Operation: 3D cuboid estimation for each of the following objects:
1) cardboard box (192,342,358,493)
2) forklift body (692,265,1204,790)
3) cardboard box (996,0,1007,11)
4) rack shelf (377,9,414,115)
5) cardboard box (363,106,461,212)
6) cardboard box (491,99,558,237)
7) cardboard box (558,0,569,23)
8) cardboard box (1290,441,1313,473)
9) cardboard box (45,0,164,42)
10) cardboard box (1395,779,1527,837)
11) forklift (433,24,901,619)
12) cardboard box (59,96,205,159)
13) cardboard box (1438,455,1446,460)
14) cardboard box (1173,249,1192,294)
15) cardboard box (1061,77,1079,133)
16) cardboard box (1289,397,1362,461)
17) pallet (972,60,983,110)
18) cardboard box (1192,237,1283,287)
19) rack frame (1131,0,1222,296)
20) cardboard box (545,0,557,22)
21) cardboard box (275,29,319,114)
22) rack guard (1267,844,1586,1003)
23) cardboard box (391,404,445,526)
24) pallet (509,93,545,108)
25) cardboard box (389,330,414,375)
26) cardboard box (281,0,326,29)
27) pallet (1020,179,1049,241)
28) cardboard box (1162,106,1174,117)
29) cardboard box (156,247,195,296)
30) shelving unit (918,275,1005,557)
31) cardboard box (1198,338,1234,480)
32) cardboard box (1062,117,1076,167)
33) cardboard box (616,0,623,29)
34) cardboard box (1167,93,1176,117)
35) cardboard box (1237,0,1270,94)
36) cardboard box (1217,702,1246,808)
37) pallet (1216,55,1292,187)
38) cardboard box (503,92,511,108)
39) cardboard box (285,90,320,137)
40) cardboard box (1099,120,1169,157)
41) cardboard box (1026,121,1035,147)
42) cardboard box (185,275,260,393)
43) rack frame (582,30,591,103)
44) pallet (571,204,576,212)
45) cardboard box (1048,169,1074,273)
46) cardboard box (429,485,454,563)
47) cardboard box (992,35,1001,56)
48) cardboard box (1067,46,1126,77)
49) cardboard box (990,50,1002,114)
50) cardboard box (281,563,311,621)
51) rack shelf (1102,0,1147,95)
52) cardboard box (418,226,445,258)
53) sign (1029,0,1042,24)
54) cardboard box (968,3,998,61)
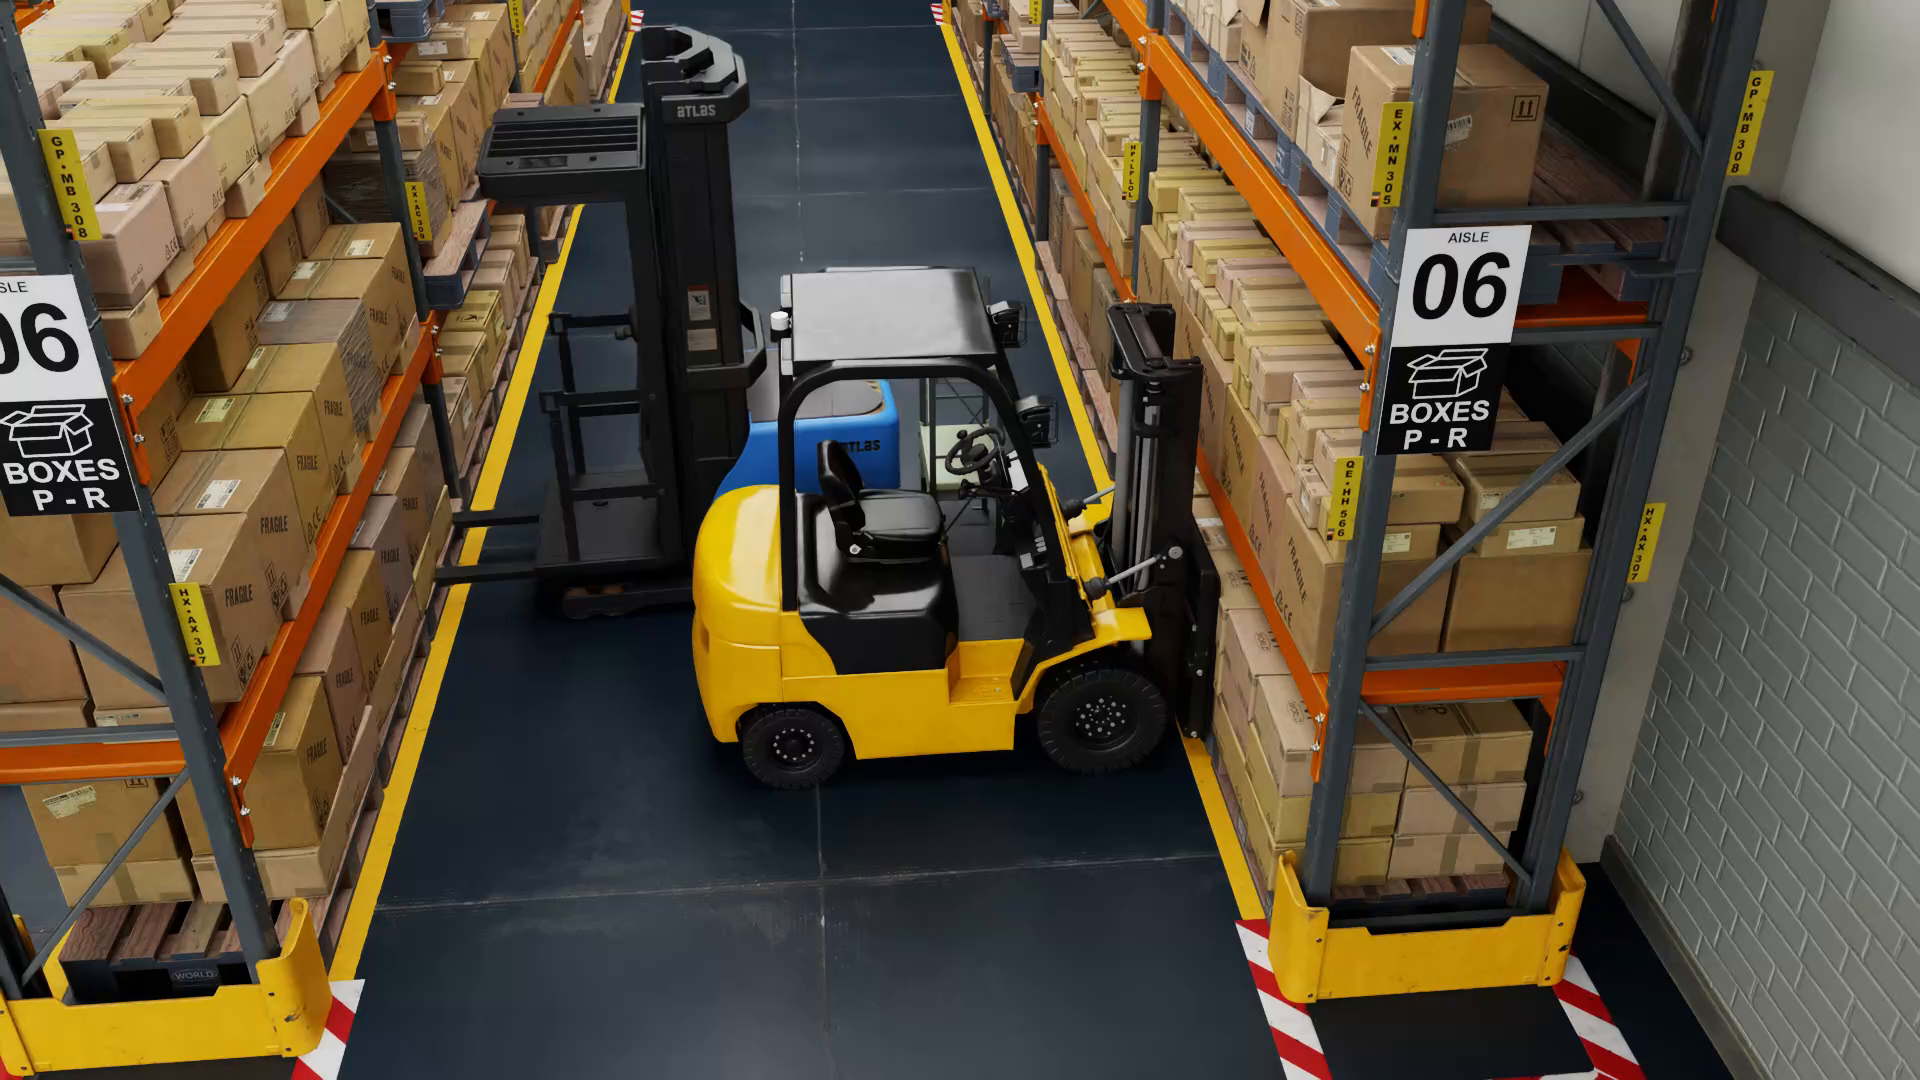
[{"bbox_3d":[-3.002,-0.530,7.325,0.500,0.500,0.500,-3,31,-6],"label":"cardboard box"},{"bbox_3d":[-0.130,-0.077,7.781,2.313,2.155,1.214,-3,31,-5],"label":"forklift body"},{"bbox_3d":[0.686,-4.987,14.668,0.700,0.500,0.500,-3,31,-5],"label":"cardboard box"},{"bbox_3d":[-3.639,-3.363,10.232,1.077,0.370,4.000,-3,31,-5],"label":"rack shelf"},{"bbox_3d":[-3.258,-2.223,9.749,0.500,0.500,0.500,-3,31,-4],"label":"cardboard box"},{"bbox_3d":[-3.808,-3.030,13.560,0.875,0.875,0.875,-3,31,-5],"label":"cardboard box"},{"bbox_3d":[-3.860,-4.906,15.185,0.500,0.250,0.500,-3,31,-5],"label":"cardboard box"},{"bbox_3d":[1.535,-0.310,6.614,0.380,0.149,0.250,-2,31,-4],"label":"cardboard box"},{"bbox_3d":[-3.607,-2.182,7.021,0.380,0.149,0.250,-4,31,-6],"label":"cardboard box"},{"bbox_3d":[2.026,0.975,6.977,0.500,0.250,0.500,-2,31,-4],"label":"cardboard box"},{"bbox_3d":[-1.874,-1.119,8.765,3.031,2.935,1.130,-5,31,-8],"label":"forklift"},{"bbox_3d":[-2.859,-1.424,5.752,0.380,0.149,0.250,-3,31,-5],"label":"cardboard box"},{"bbox_3d":[1.986,-0.320,6.631,0.380,0.149,0.250,-3,31,-5],"label":"cardboard box"},{"bbox_3d":[1.285,-1.355,8.364,0.380,0.149,0.250,-2,31,-3],"label":"cardboard box"},{"bbox_3d":[0.991,-3.033,11.562,0.500,0.250,0.500,-4,31,-6],"label":"cardboard box"},{"bbox_3d":[1.515,-0.439,6.540,0.380,0.149,0.250,-2,31,-3],"label":"cardboard box"},{"bbox_3d":[0.679,-4.840,17.649,1.003,0.211,1.213,-3,31,-5],"label":"pallet"},{"bbox_3d":[1.344,-1.348,8.062,0.380,0.149,0.250,-3,31,-5],"label":"cardboard box"},{"bbox_3d":[1.490,-1.603,9.508,1.000,3.000,0.127,-3,31,-5],"label":"rack frame"},{"bbox_3d":[-3.743,-4.604,14.193,0.500,0.250,0.500,-2,31,-4],"label":"cardboard box"},{"bbox_3d":[-3.061,-1.982,7.075,0.500,0.250,0.500,-3,31,-5],"label":"cardboard box"},{"bbox_3d":[1.866,1.525,6.710,1.175,0.500,0.348,-3,31,-5],"label":"rack guard"},{"bbox_3d":[-3.130,-0.395,9.028,0.500,0.500,0.500,-3,31,-5],"label":"cardboard box"},{"bbox_3d":[-3.653,-2.964,11.975,1.213,0.211,1.003,-3,31,-5],"label":"pallet"},{"bbox_3d":[-3.088,-0.978,8.708,0.380,0.149,0.250,-2,31,-3],"label":"cardboard box"},{"bbox_3d":[-3.014,-2.341,7.287,0.380,0.149,0.250,-2,31,-3],"label":"cardboard box"},{"bbox_3d":[1.084,-2.831,14.284,1.003,0.211,1.213,-3,31,-5],"label":"pallet"},{"bbox_3d":[1.567,-2.805,11.180,0.500,0.250,0.500,-3,31,-6],"label":"cardboard box"},{"bbox_3d":[-2.890,-0.952,5.739,0.380,0.149,0.250,-2,31,-3],"label":"cardboard box"},{"bbox_3d":[0.001,-0.640,9.360,0.431,1.500,0.755,-3,31,-5],"label":"shelving unit"},{"bbox_3d":[1.411,-0.625,7.774,0.500,0.500,0.500,-3,31,-4],"label":"cardboard box"},{"bbox_3d":[1.011,-2.822,11.697,0.500,0.250,0.500,-4,31,-6],"label":"cardboard box"},{"bbox_3d":[-4.412,-6.238,19.357,0.875,0.438,0.875,-4,31,-6],"label":"cardboard box"},{"bbox_3d":[1.574,-2.894,10.941,0.380,0.149,0.250,-2,31,-4],"label":"cardboard box"},{"bbox_3d":[1.567,-2.158,6.906,0.797,0.503,0.637,-2,31,-3],"label":"cardboard box"},{"bbox_3d":[1.468,0.961,7.489,0.500,0.250,0.500,-3,31,-5],"label":"cardboard box"},{"bbox_3d":[1.706,-1.797,6.994,1.003,0.211,1.213,-3,31,-5],"label":"pallet"},{"bbox_3d":[-3.396,-3.062,11.786,0.380,0.149,0.250,-3,31,-5],"label":"cardboard box"},{"bbox_3d":[-3.037,-1.870,7.276,0.380,0.149,0.250,-2,31,-3],"label":"cardboard box"},{"bbox_3d":[1.067,-2.474,10.237,0.380,0.149,0.250,-4,31,-6],"label":"cardboard box"},{"bbox_3d":[0.761,-3.408,13.927,0.380,0.149,0.250,-4,31,-7],"label":"cardboard box"},{"bbox_3d":[-3.442,-0.946,7.047,0.700,0.500,0.500,-3,31,-5],"label":"cardboard box"},{"bbox_3d":[-4.199,-5.447,15.945,1.000,3.000,0.127,-3,31,-5],"label":"rack frame"},{"bbox_3d":[-3.935,-3.235,14.961,1.003,0.211,1.213,-3,31,-5],"label":"pallet"},{"bbox_3d":[1.161,-2.486,12.894,0.875,0.625,0.625,-2,31,-3],"label":"cardboard box"},{"bbox_3d":[-3.129,-0.074,9.221,0.500,0.250,0.500,-1,31,-2],"label":"cardboard box"},{"bbox_3d":[0.511,-4.877,16.385,0.380,0.149,0.250,-1,31,-2],"label":"cardboard box"},{"bbox_3d":[0.965,-3.390,11.771,0.380,0.149,0.250,-2,31,-4],"label":"cardboard box"},{"bbox_3d":[0.563,-4.536,16.448,0.500,0.500,0.500,-1,31,-2],"label":"cardboard box"},{"bbox_3d":[-2.864,0.205,6.728,0.380,0.149,0.250,-2,31,-4],"label":"cardboard box"},{"bbox_3d":[1.303,-3.603,10.633,1.077,0.370,4.000,-3,31,-5],"label":"rack shelf"},{"bbox_3d":[-3.189,-1.733,9.562,0.380,0.149,0.250,-2,31,-4],"label":"cardboard box"},{"bbox_3d":[0.576,-4.077,12.599,0.100,0.325,0.005,-3,31,-5],"label":"sign"},{"bbox_3d":[0.469,-5.551,18.147,0.700,0.500,0.500,-4,31,-6],"label":"cardboard box"}]
